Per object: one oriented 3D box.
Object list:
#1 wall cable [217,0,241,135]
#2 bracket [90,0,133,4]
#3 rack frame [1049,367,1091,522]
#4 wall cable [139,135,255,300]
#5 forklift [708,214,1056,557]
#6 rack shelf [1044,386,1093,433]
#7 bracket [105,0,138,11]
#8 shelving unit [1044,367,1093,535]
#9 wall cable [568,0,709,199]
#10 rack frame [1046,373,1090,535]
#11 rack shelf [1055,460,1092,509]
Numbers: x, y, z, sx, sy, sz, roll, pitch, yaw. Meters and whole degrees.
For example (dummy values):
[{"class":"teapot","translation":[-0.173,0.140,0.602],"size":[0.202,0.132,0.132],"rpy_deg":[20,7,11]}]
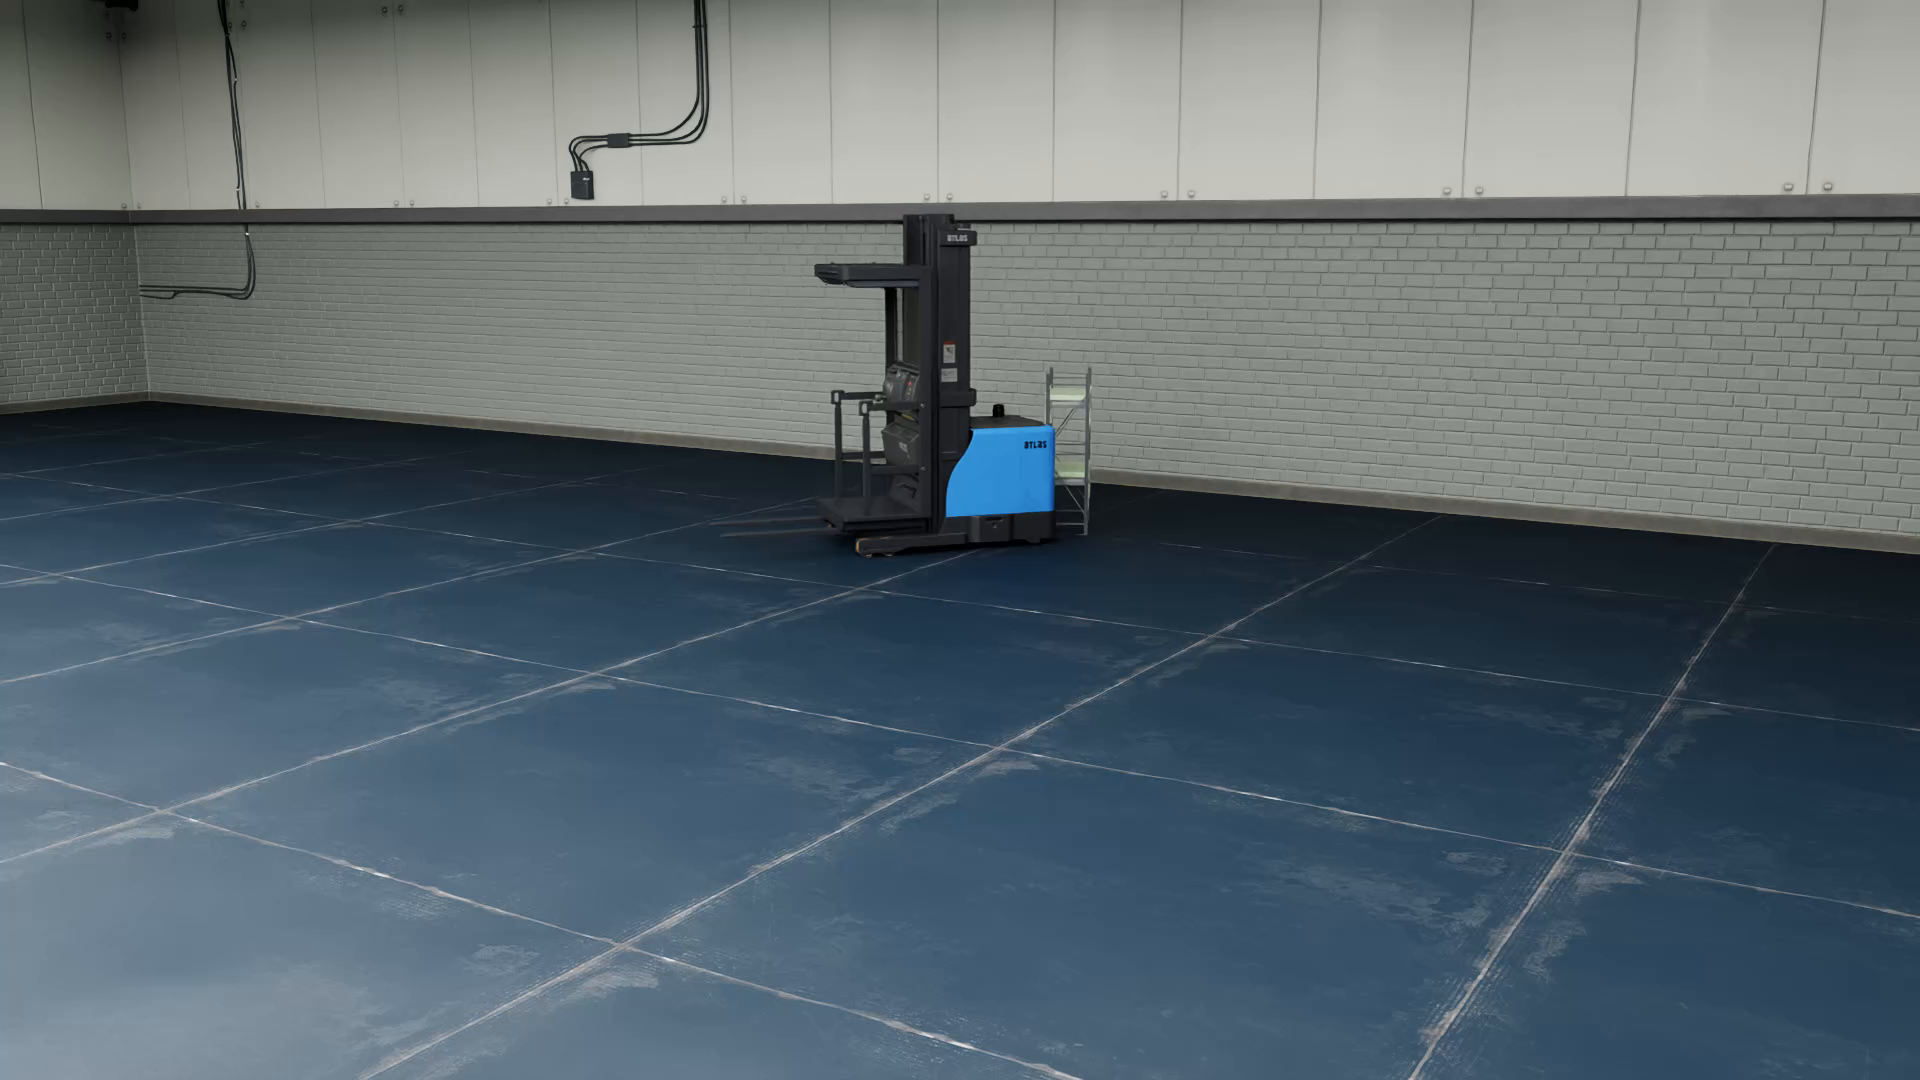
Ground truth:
[{"class":"wall cable","translation":[-9.926,-7.295,24.474],"size":[3.097,2.526,0.112],"rpy_deg":[6,12,31]},{"class":"bracket","translation":[-13.455,-8.341,25.565],"size":[0.076,0.066,3.189],"rpy_deg":[6,12,31]},{"class":"rack frame","translation":[1.062,-0.922,16.100],"size":[0.400,1.500,0.023],"rpy_deg":[1,11,6]},{"class":"wall cable","translation":[-12.238,-5.071,26.320],"size":[3.097,2.526,0.112],"rpy_deg":[6,12,31]},{"class":"forklift","translation":[-0.708,-1.400,14.762],"size":[3.031,2.935,1.130],"rpy_deg":[-3,11,-18]},{"class":"rack shelf","translation":[1.026,-1.239,15.670],"size":[0.431,0.370,0.720],"rpy_deg":[1,11,6]},{"class":"bracket","translation":[-13.148,-8.433,26.061],"size":[0.235,0.232,0.430],"rpy_deg":[6,12,31]},{"class":"shelving unit","translation":[1.026,-0.855,15.742],"size":[0.431,1.500,0.755],"rpy_deg":[1,11,6]},{"class":"wall cable","translation":[-4.132,-7.359,20.863],"size":[2.305,6.003,0.169],"rpy_deg":[6,12,31]},{"class":"rack frame","translation":[0.990,-0.788,15.384],"size":[0.400,1.500,0.023],"rpy_deg":[1,11,6]},{"class":"rack shelf","translation":[1.026,-0.535,15.802],"size":[0.431,0.370,0.720],"rpy_deg":[1,11,6]}]
